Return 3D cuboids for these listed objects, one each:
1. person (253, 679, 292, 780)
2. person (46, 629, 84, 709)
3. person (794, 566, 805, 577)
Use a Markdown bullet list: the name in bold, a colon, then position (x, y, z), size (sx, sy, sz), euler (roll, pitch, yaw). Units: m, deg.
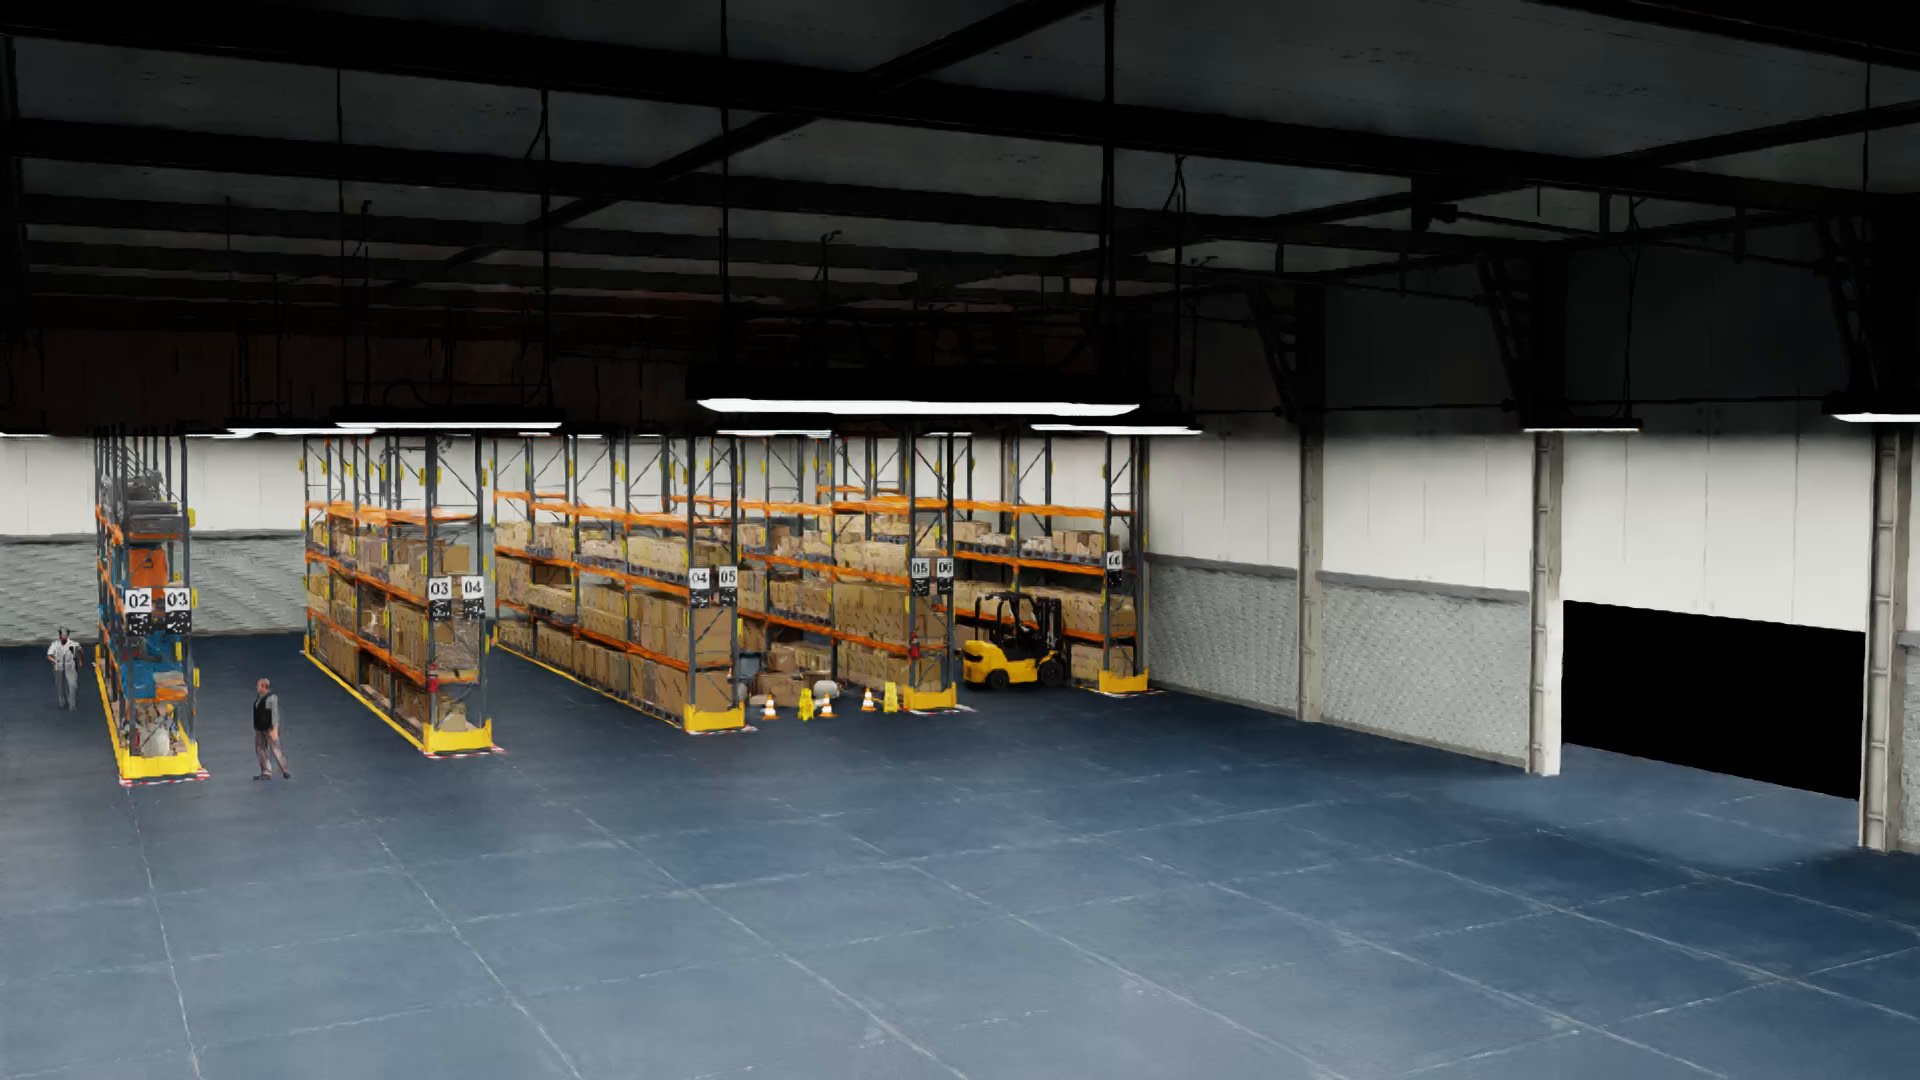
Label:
- **person**: position (-11.610, 3.182, 28.004), size (0.629, 1.706, 0.534), euler (2, 4, 35)
- **person**: position (-19.106, 2.722, 35.504), size (0.686, 1.709, 0.867), euler (-1, 4, -23)
- **person**: position (-5.131, 1.659, 53.486), size (0.496, 1.658, 0.678), euler (2, 4, 33)
